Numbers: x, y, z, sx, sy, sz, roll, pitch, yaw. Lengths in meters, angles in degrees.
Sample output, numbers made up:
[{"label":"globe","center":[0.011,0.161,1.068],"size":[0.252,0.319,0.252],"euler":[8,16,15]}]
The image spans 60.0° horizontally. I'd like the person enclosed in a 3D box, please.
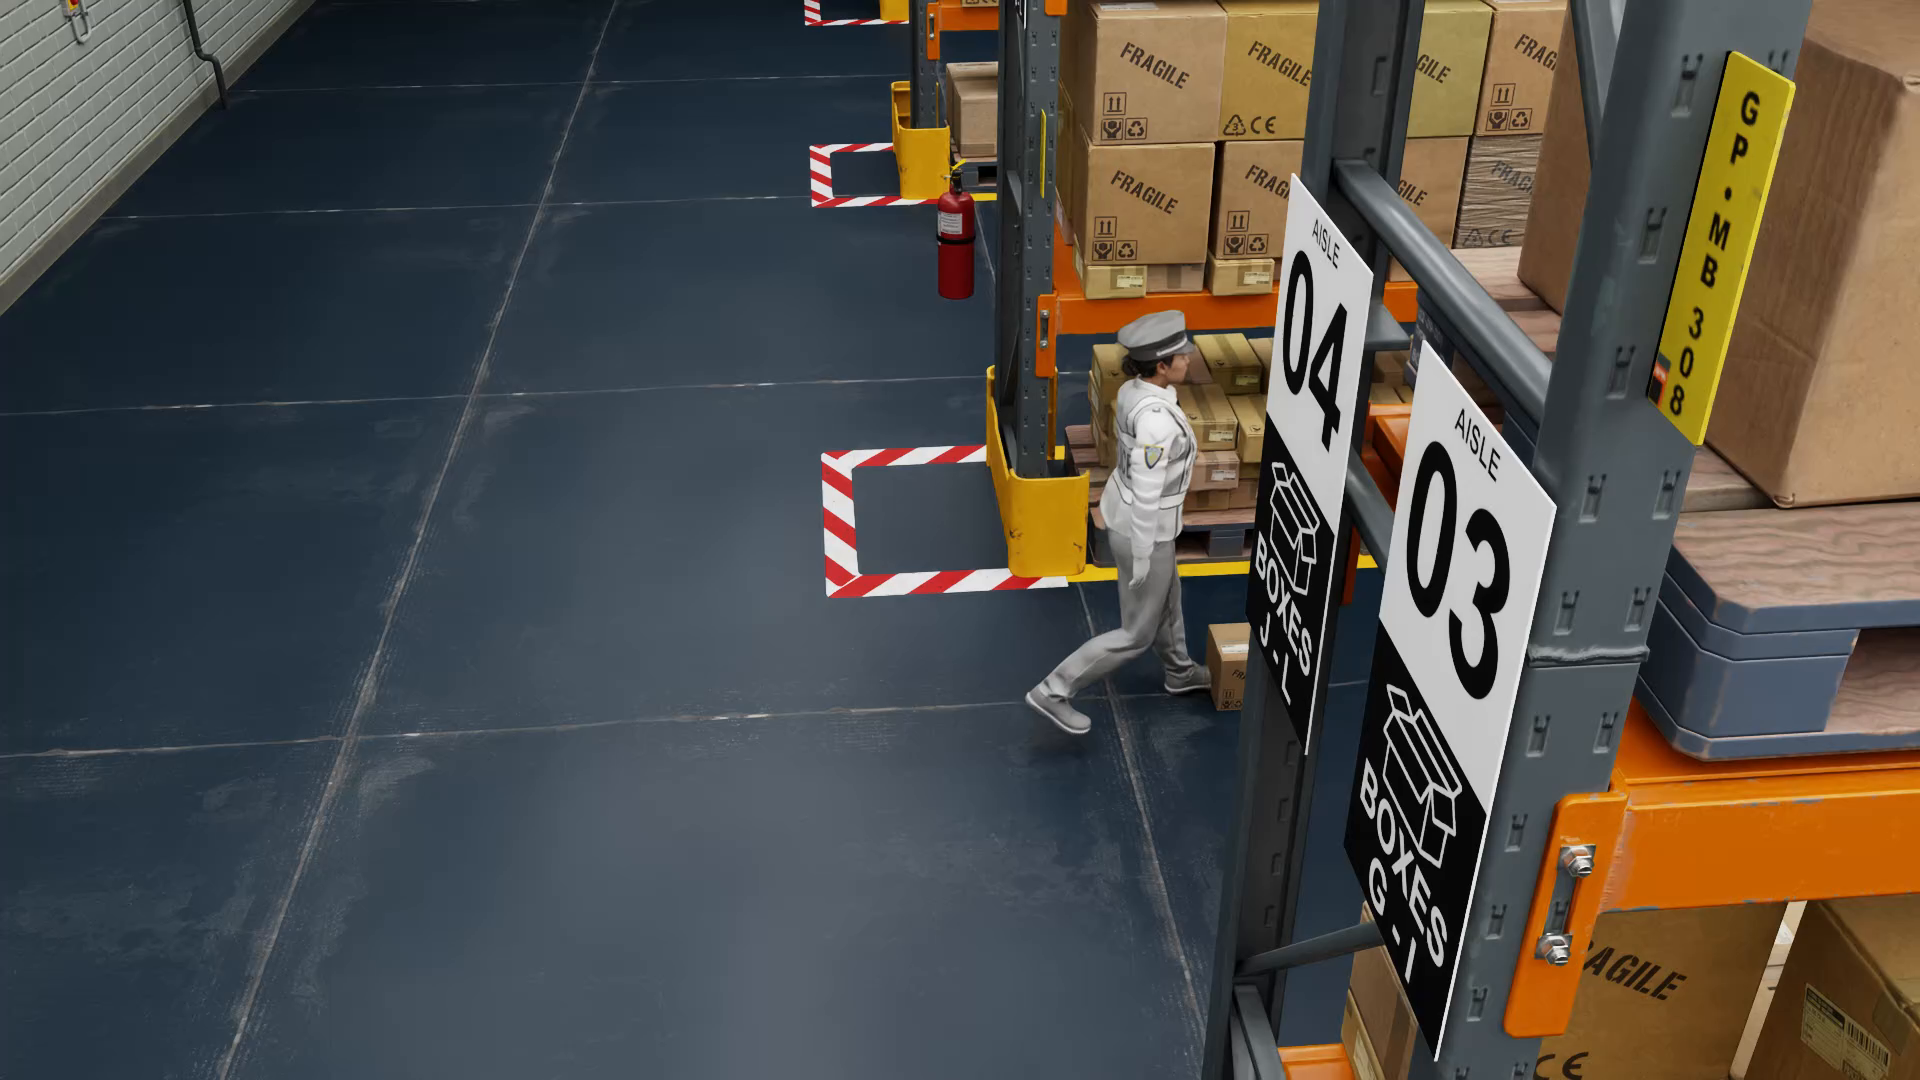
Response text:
[{"label":"person","center":[0.671,-0.050,6.182],"size":[0.898,1.655,0.540],"euler":[-3,31,-6]}]
